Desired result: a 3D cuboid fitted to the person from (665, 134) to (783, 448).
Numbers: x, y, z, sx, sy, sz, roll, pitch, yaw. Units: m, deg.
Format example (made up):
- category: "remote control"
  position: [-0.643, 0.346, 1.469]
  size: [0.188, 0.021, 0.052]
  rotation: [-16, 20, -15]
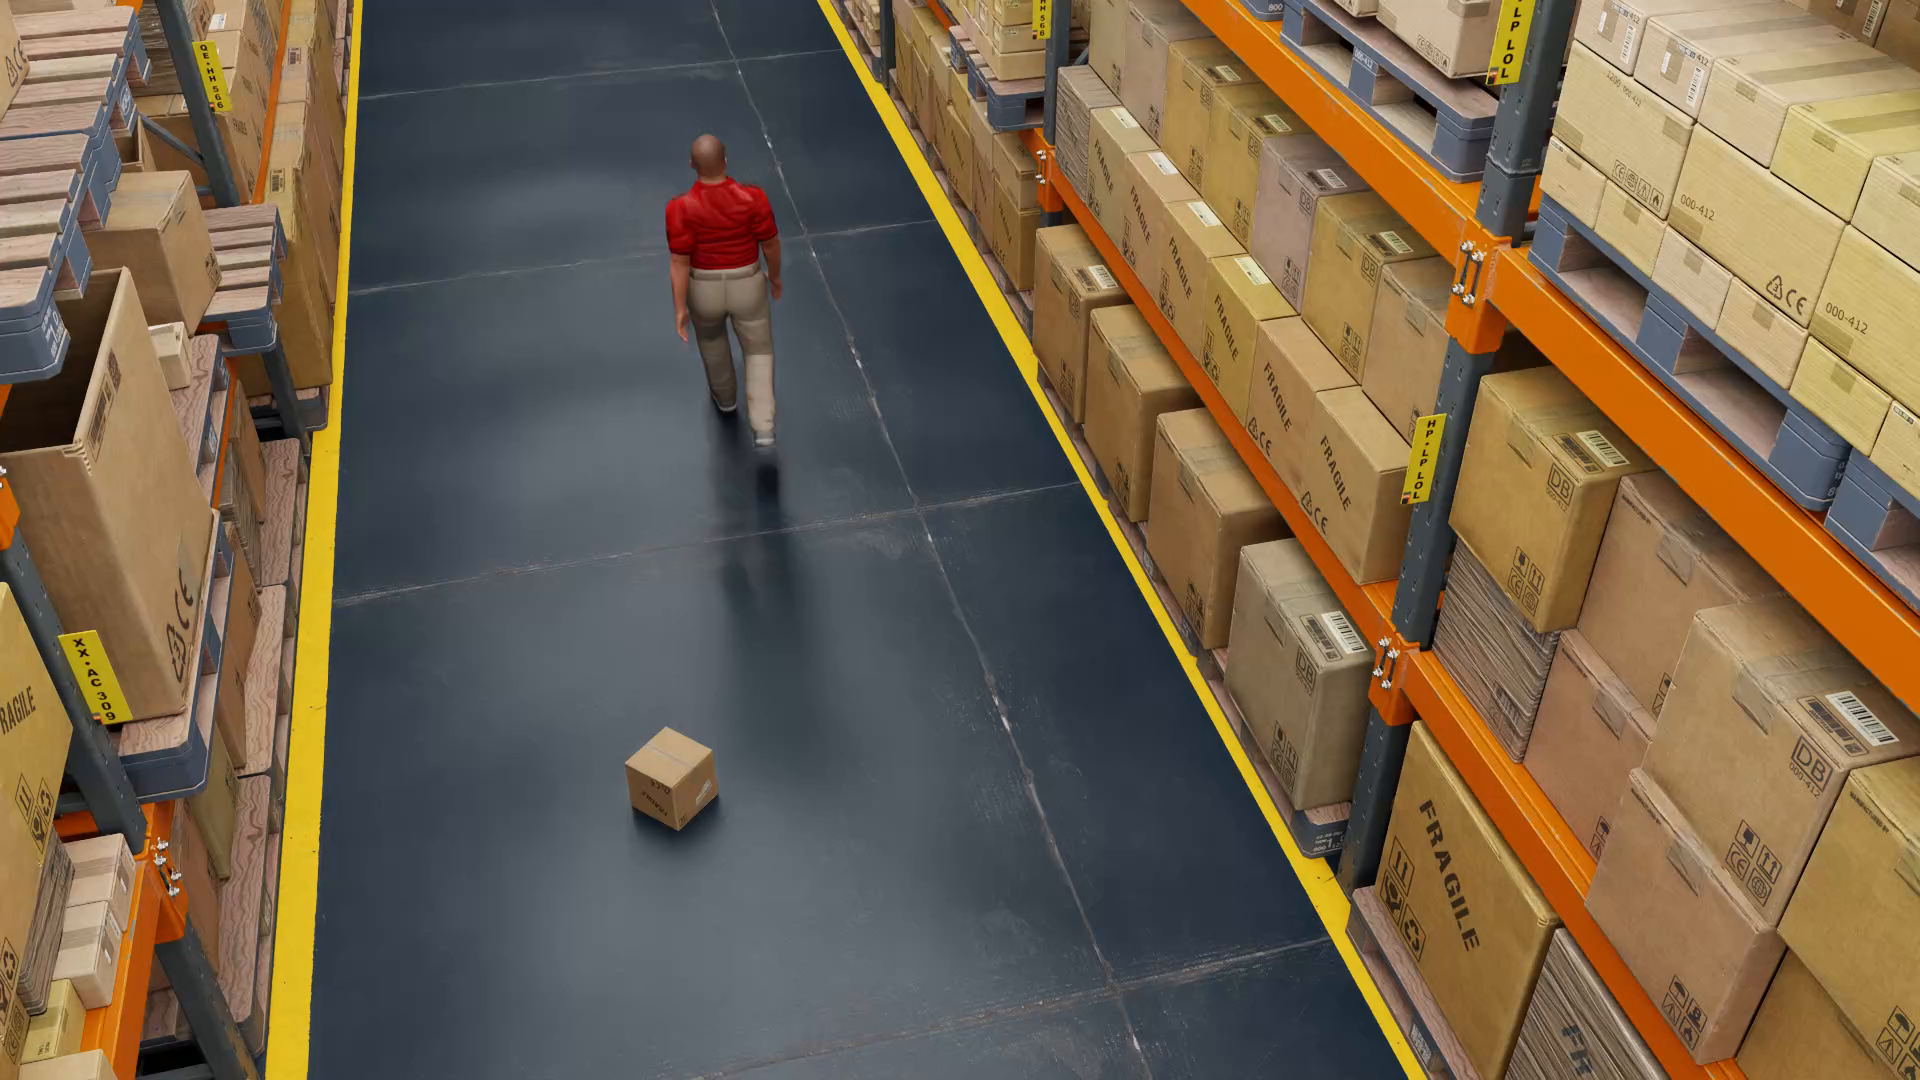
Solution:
- category: "person"
  position: [-1.160, -1.256, 8.339]
  size: [0.553, 1.676, 0.969]
  rotation: [-5, 38, -7]
